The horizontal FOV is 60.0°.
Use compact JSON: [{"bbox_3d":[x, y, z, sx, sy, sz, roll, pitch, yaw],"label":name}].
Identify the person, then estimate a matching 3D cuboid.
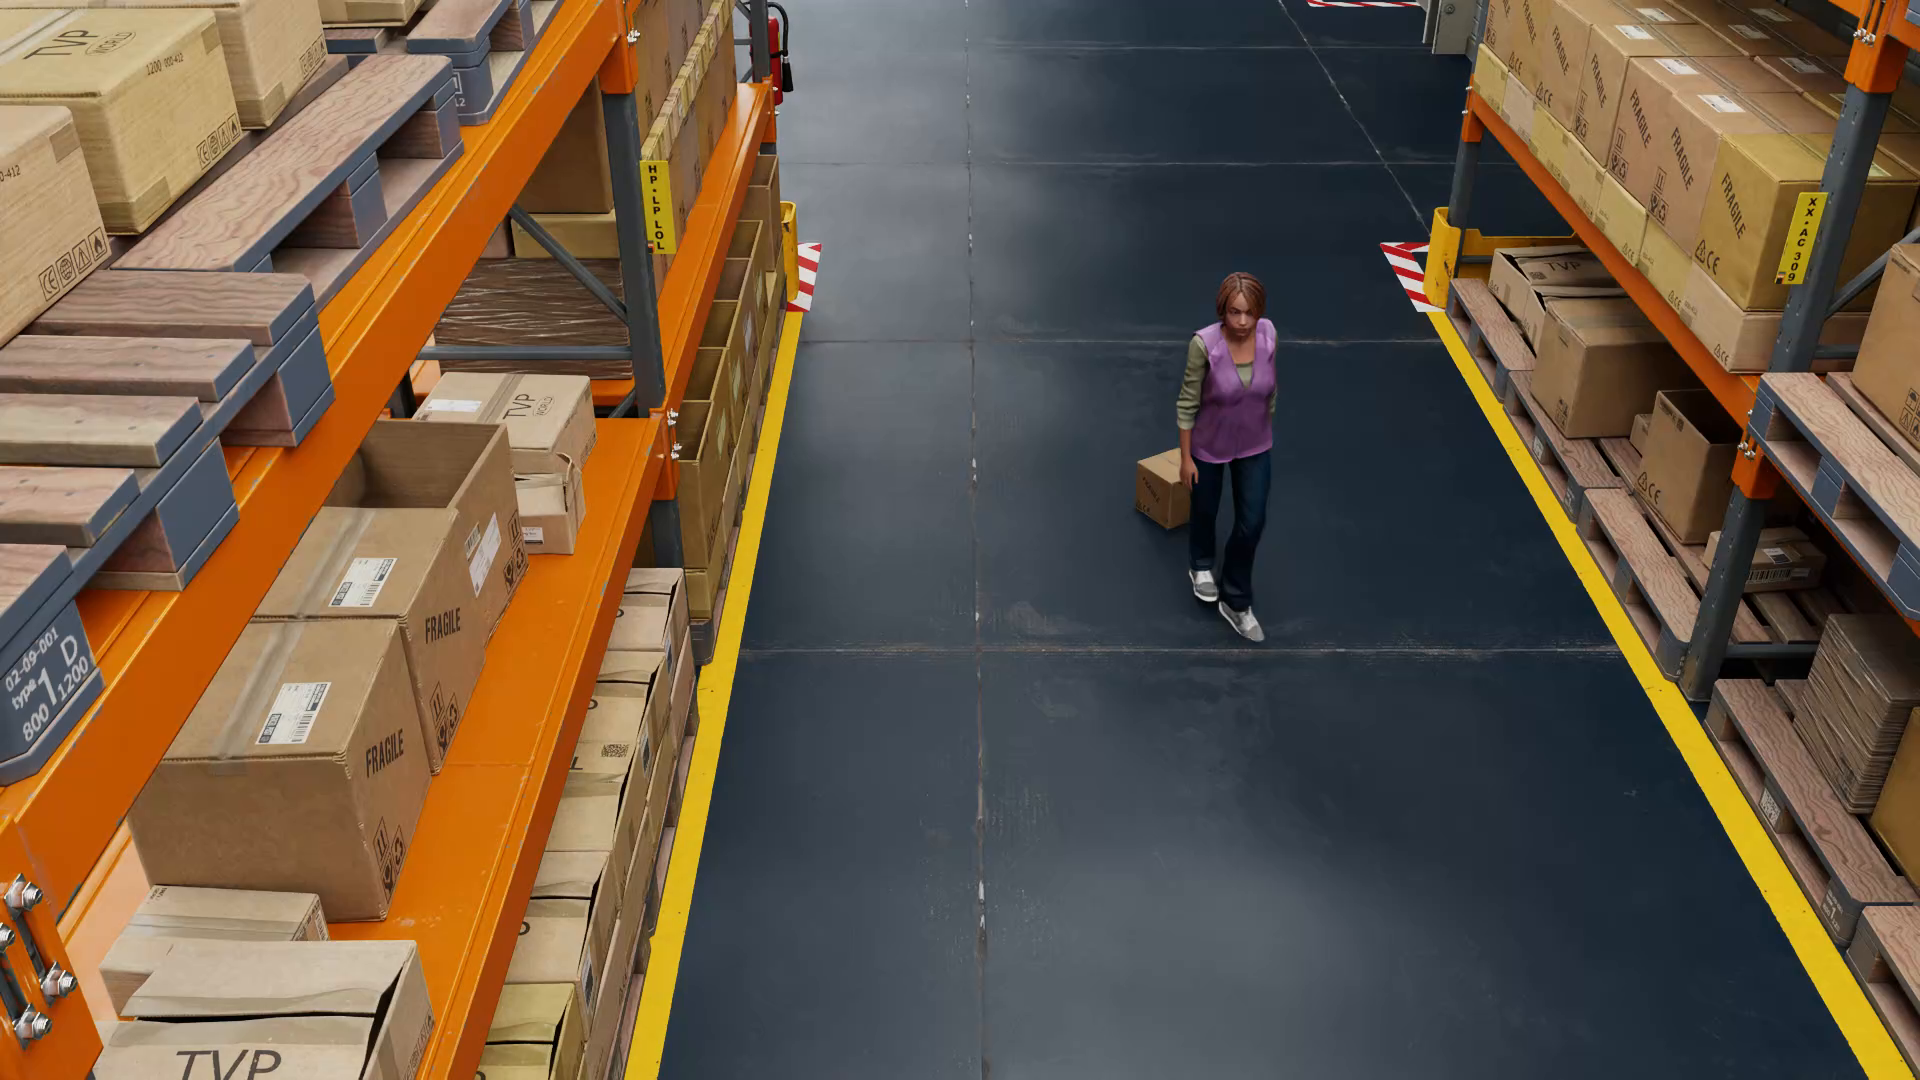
[{"bbox_3d":[1.064,-0.366,6.764,0.440,1.638,0.532,-3,32,-5],"label":"person"}]
